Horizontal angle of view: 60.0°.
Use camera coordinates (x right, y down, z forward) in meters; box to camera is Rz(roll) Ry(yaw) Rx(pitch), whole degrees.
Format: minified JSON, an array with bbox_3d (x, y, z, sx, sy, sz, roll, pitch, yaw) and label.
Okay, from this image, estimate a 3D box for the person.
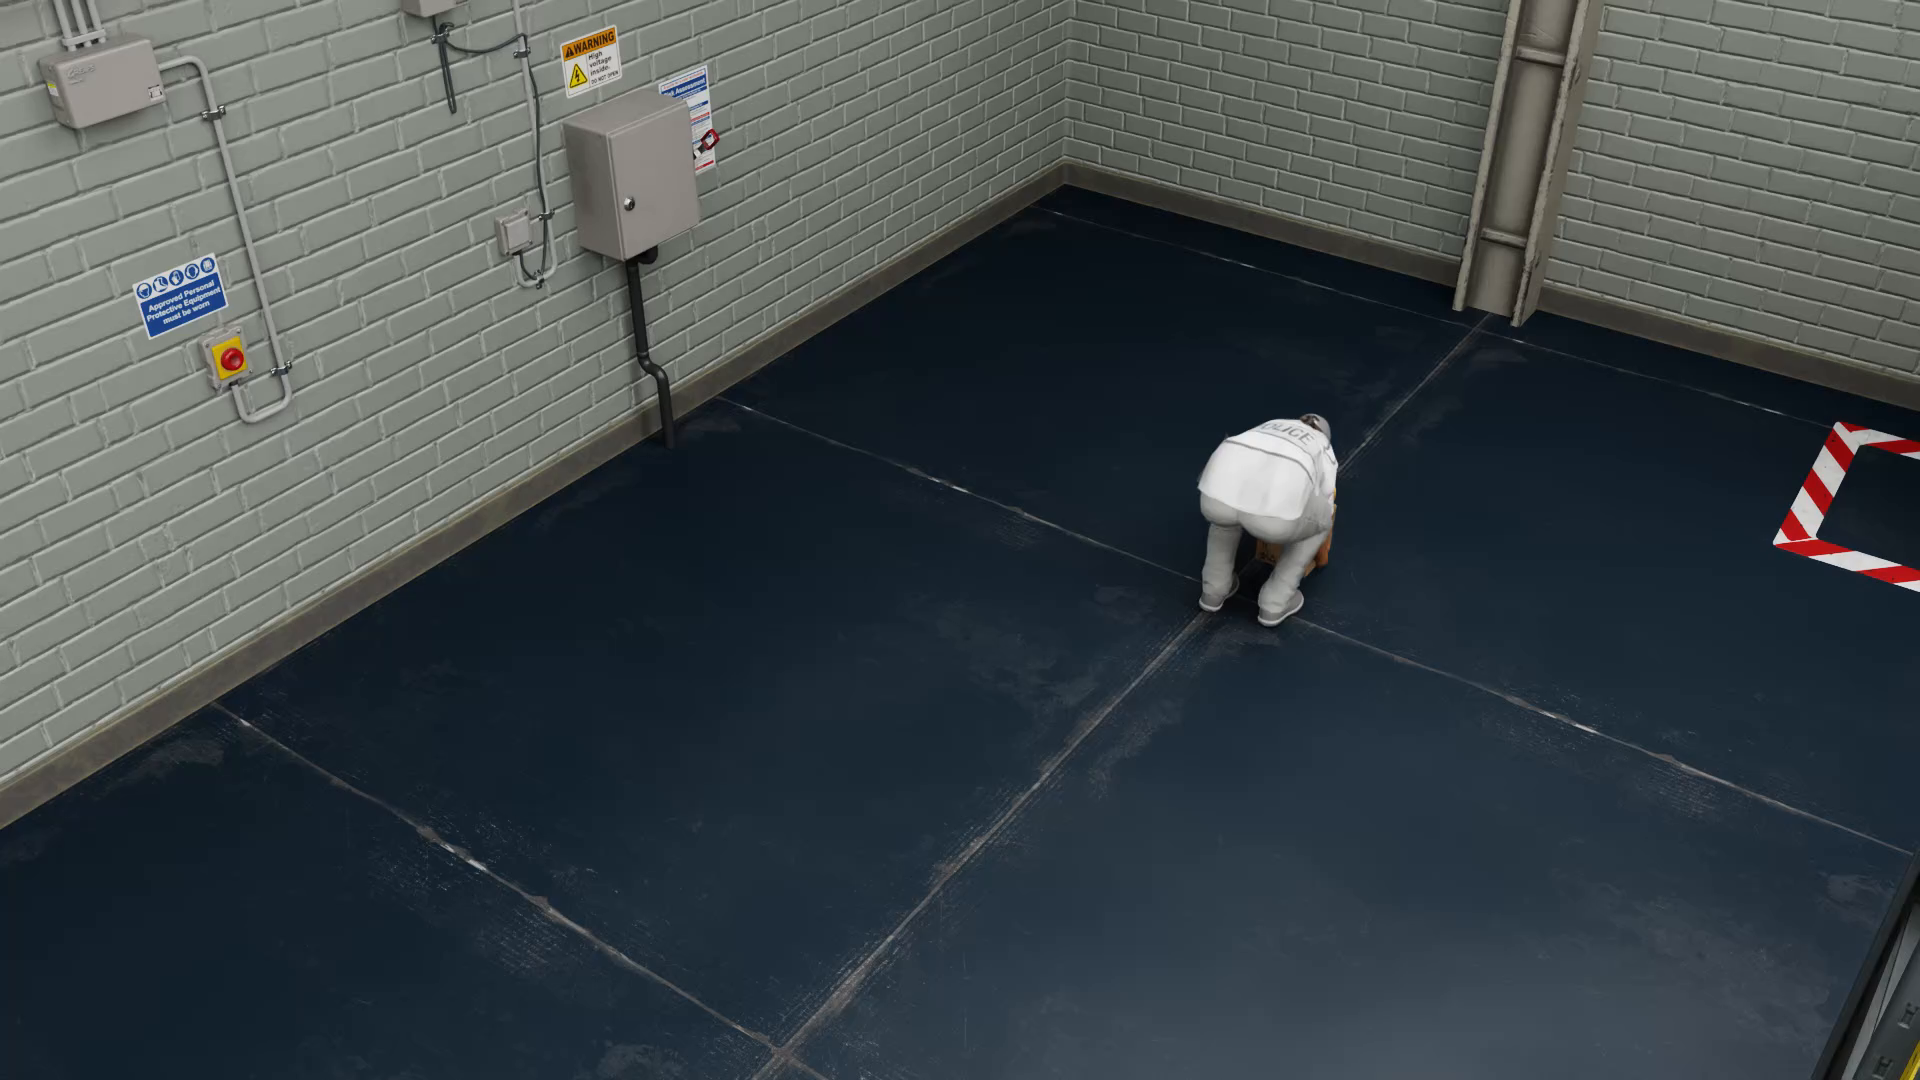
[{"bbox_3d":[1.319,-0.137,7.036,0.514,0.873,0.938,20,39,26],"label":"person"}]
